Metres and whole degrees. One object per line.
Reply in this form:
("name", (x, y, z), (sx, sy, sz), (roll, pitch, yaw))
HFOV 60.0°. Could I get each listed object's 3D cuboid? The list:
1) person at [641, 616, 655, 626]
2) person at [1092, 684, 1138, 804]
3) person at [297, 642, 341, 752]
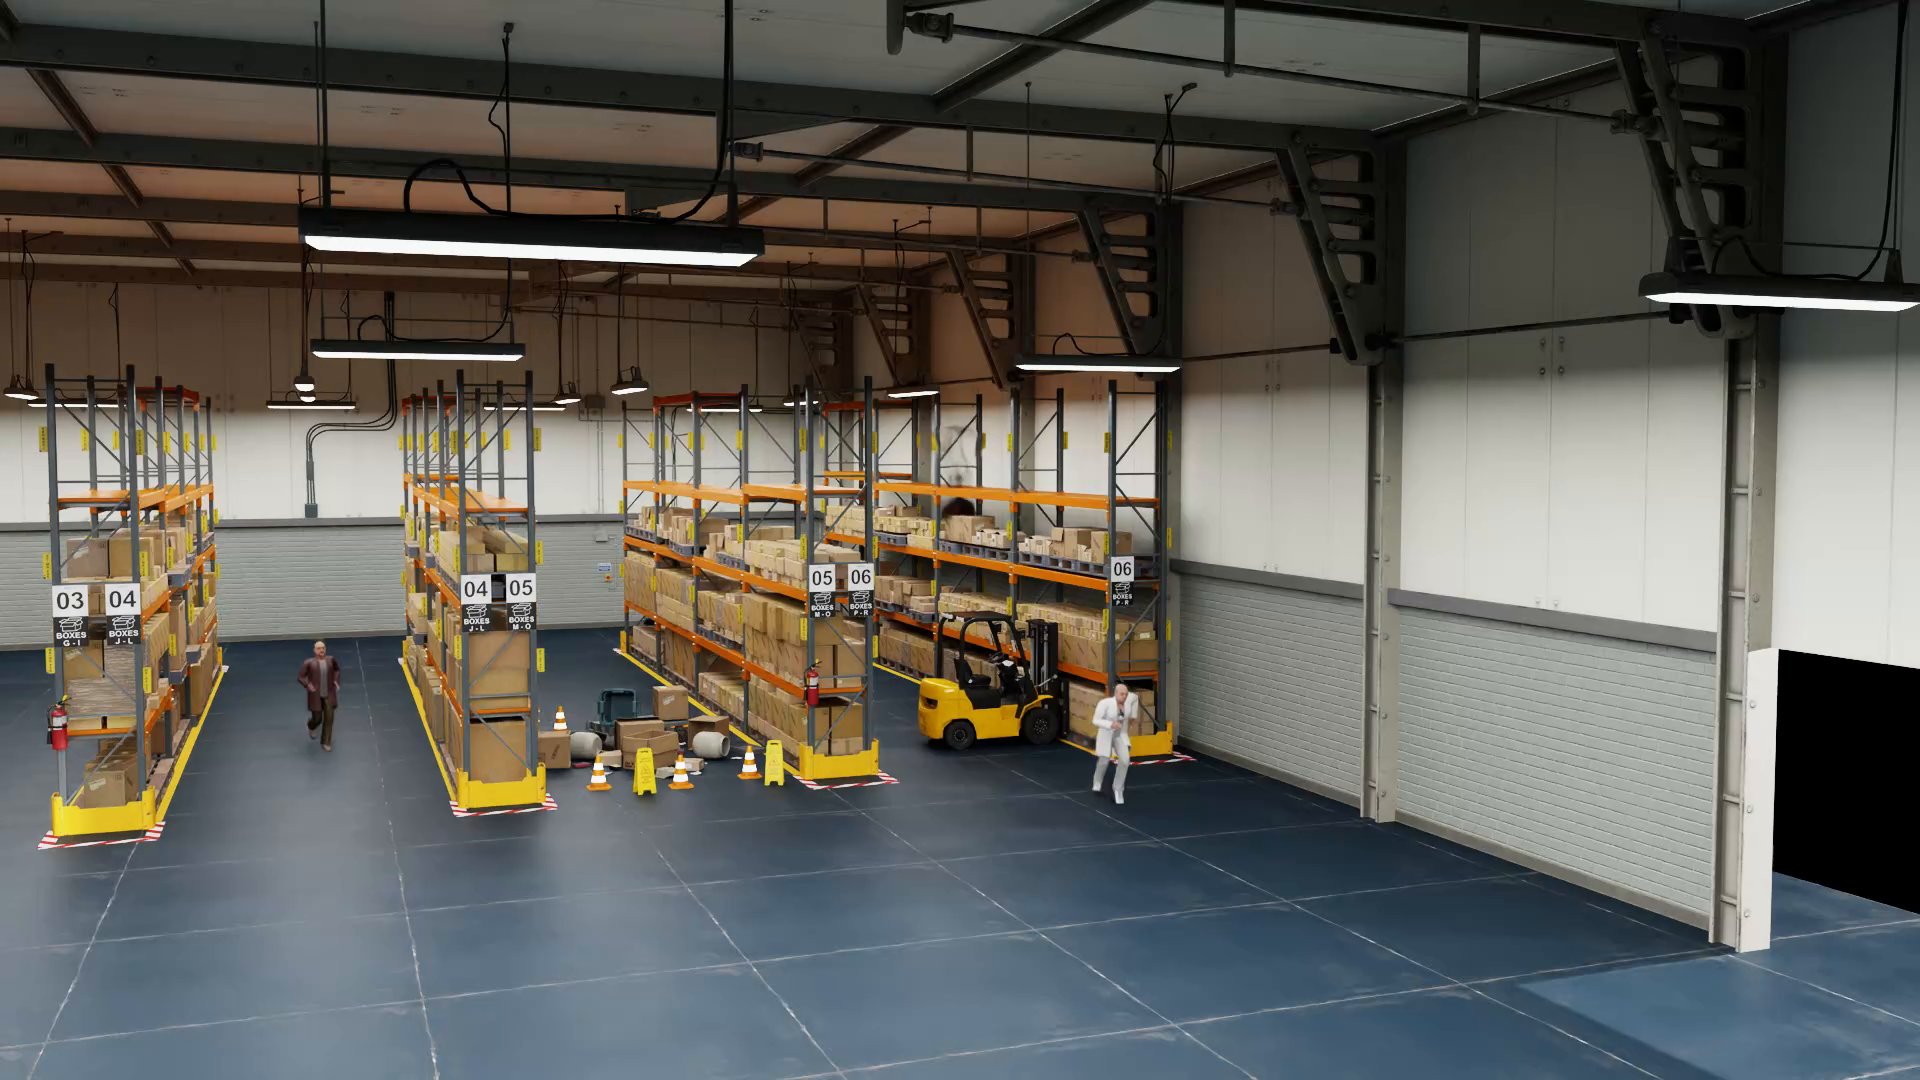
("person", (-7.614, 1.822, 40.862), (0.600, 1.562, 0.560), (0, 3, -4))
("person", (2.145, 2.830, 23.360), (0.752, 1.730, 1.071), (-1, 4, -18))
("person", (-10.446, 2.541, 27.189), (0.711, 1.764, 0.918), (-2, 4, -35))
